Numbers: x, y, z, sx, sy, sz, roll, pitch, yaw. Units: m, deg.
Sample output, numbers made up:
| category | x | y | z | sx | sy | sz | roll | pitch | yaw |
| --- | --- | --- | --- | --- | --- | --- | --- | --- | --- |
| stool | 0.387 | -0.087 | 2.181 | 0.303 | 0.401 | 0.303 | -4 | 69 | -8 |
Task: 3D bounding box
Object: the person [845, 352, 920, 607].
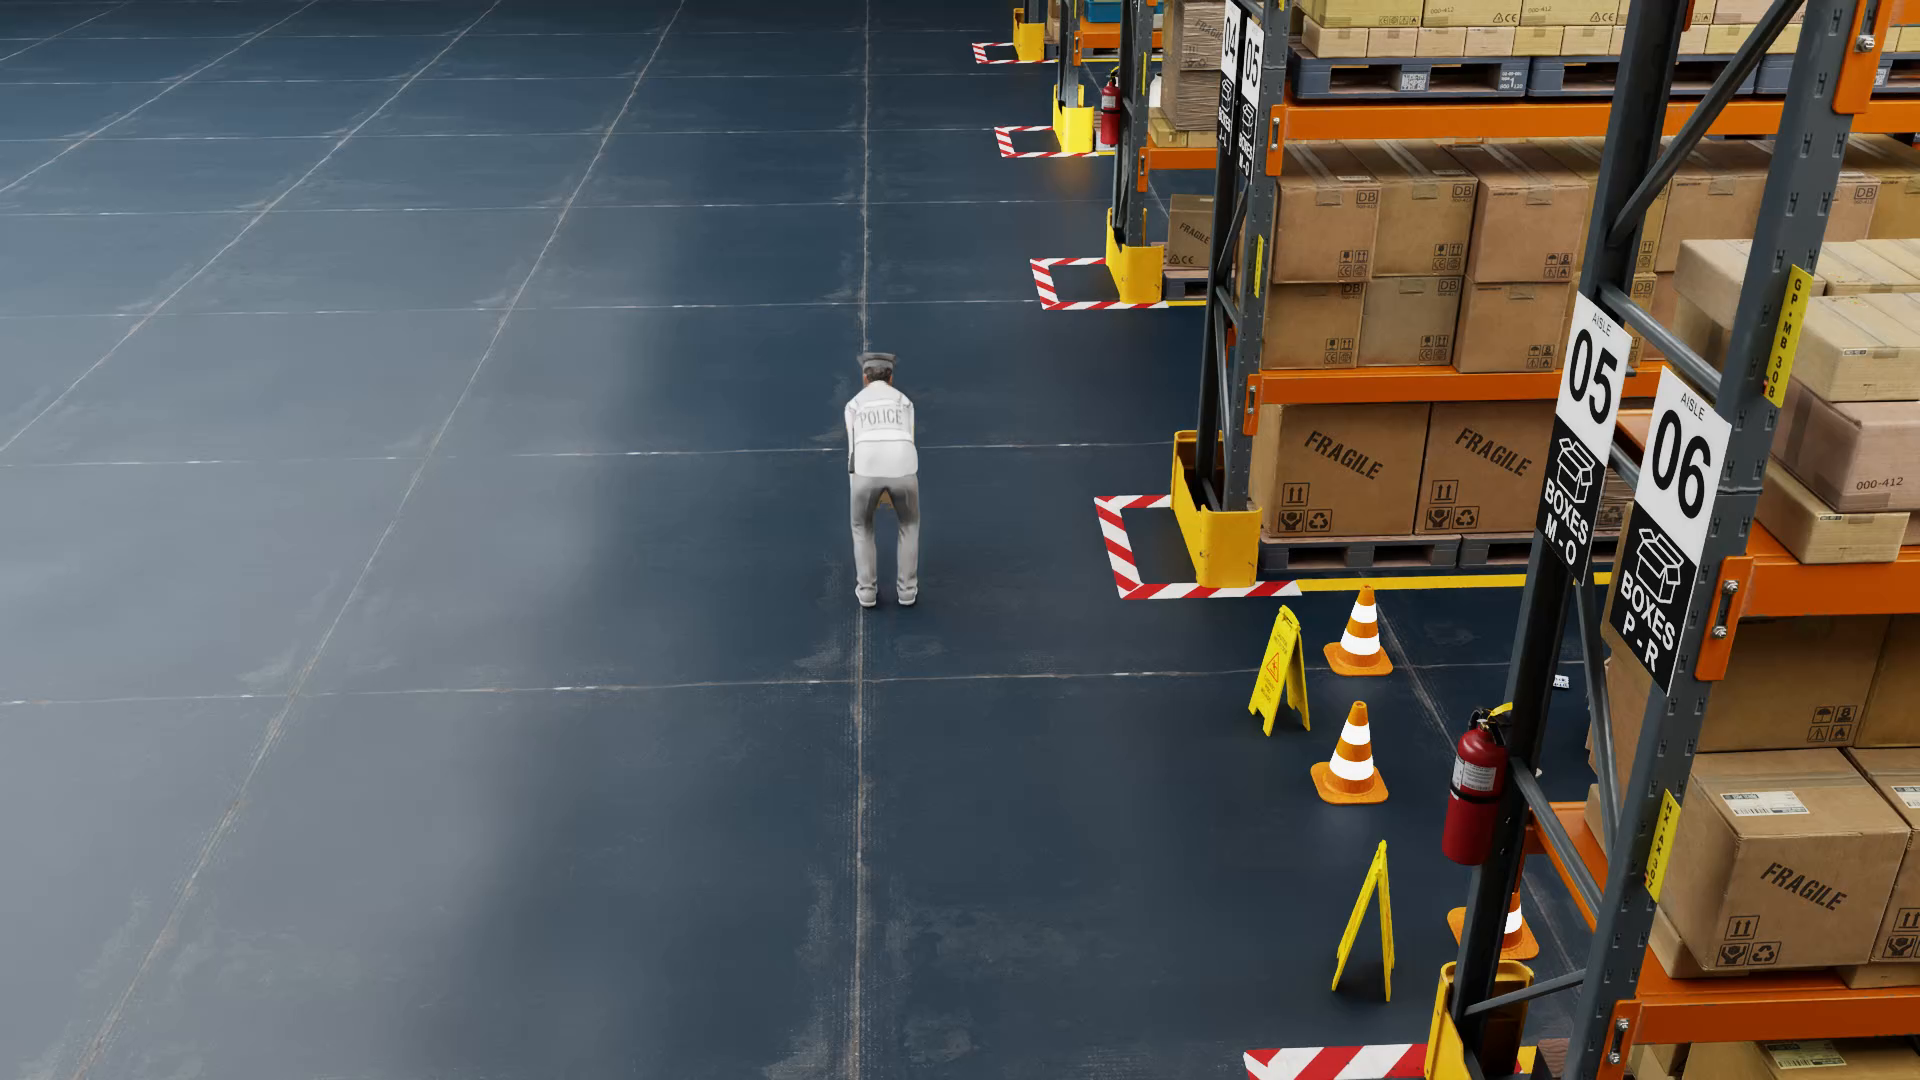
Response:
| category | x | y | z | sx | sy | sz | roll | pitch | yaw |
| --- | --- | --- | --- | --- | --- | --- | --- | --- | --- |
| person | -0.450 | -0.362 | 9.636 | 0.409 | 1.366 | 0.857 | -2 | 28 | -4 |
